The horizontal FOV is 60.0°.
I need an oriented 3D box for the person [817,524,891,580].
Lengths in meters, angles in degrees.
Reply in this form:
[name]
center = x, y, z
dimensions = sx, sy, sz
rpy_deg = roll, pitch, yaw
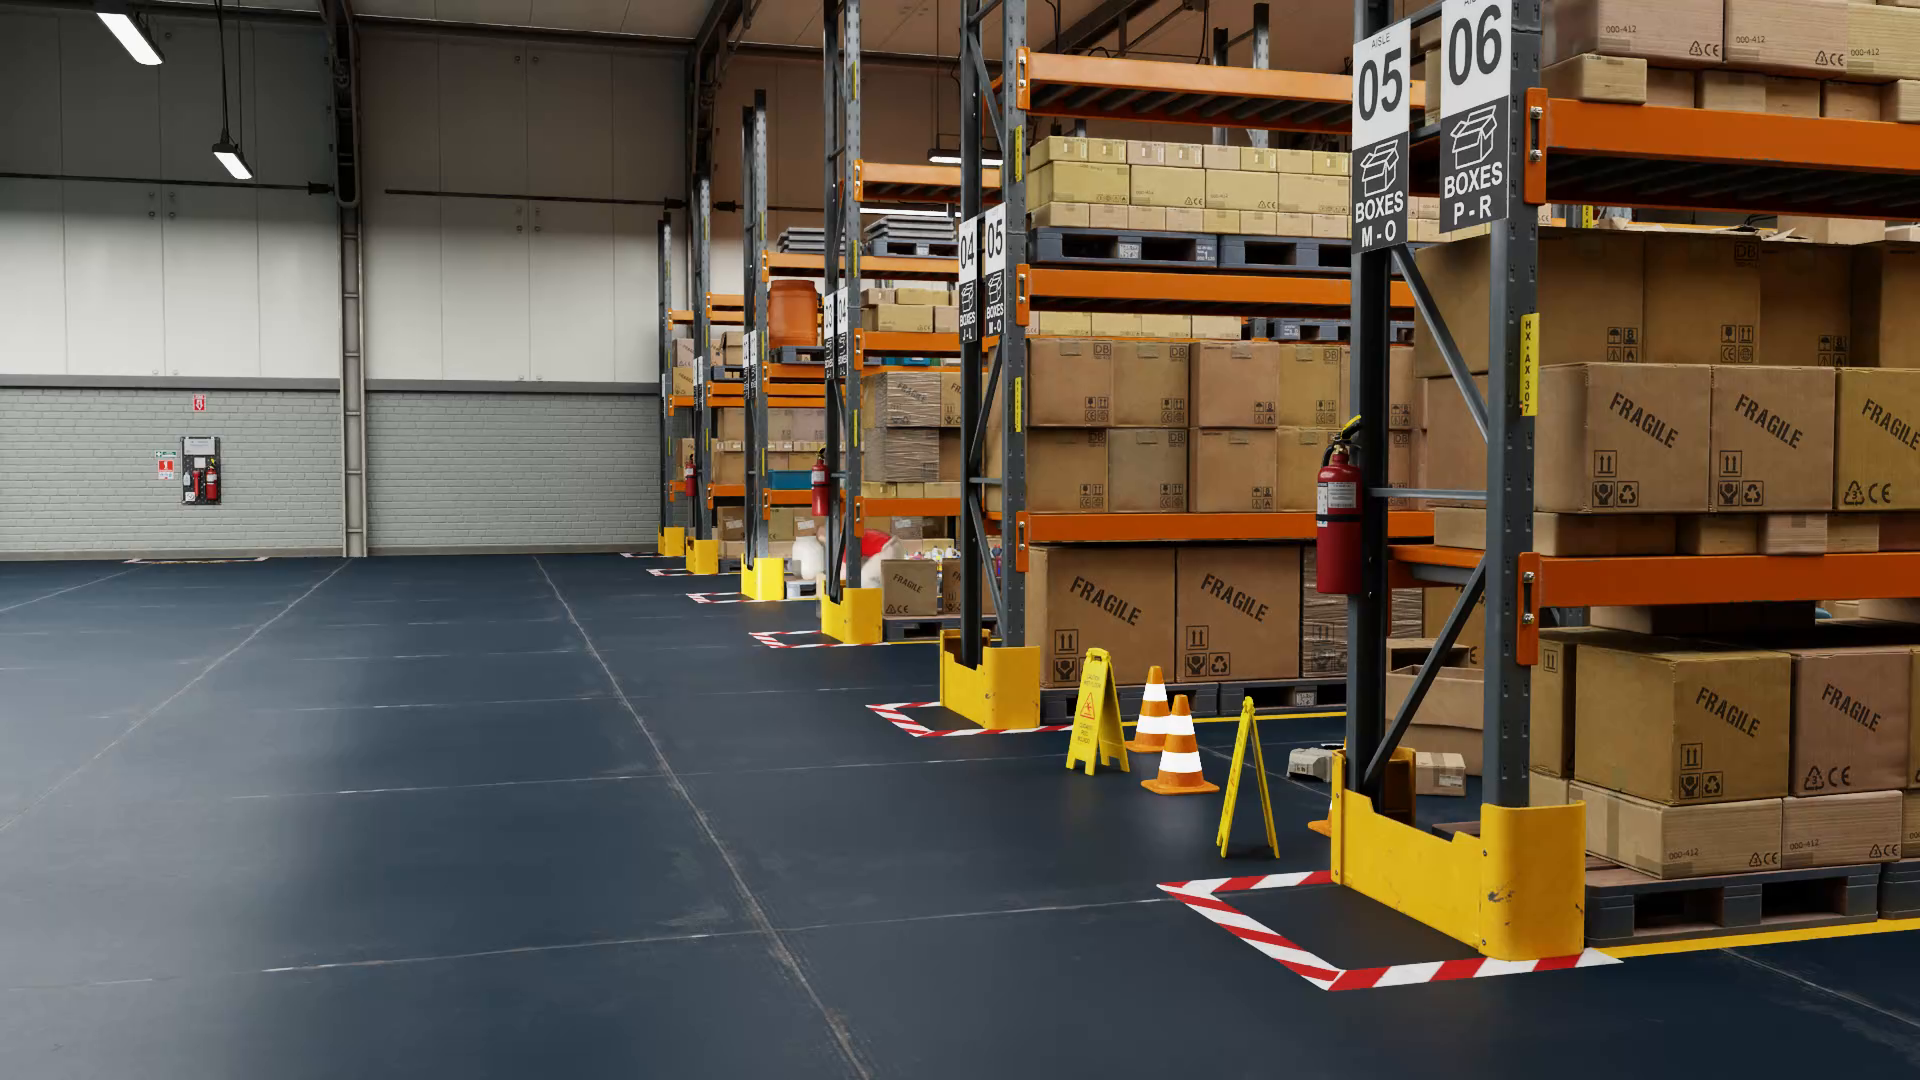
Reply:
[person]
center = -1.119, 0.220, 17.573
dimensions = 0.803, 0.794, 0.481
rpy_deg = -1, 3, -19
